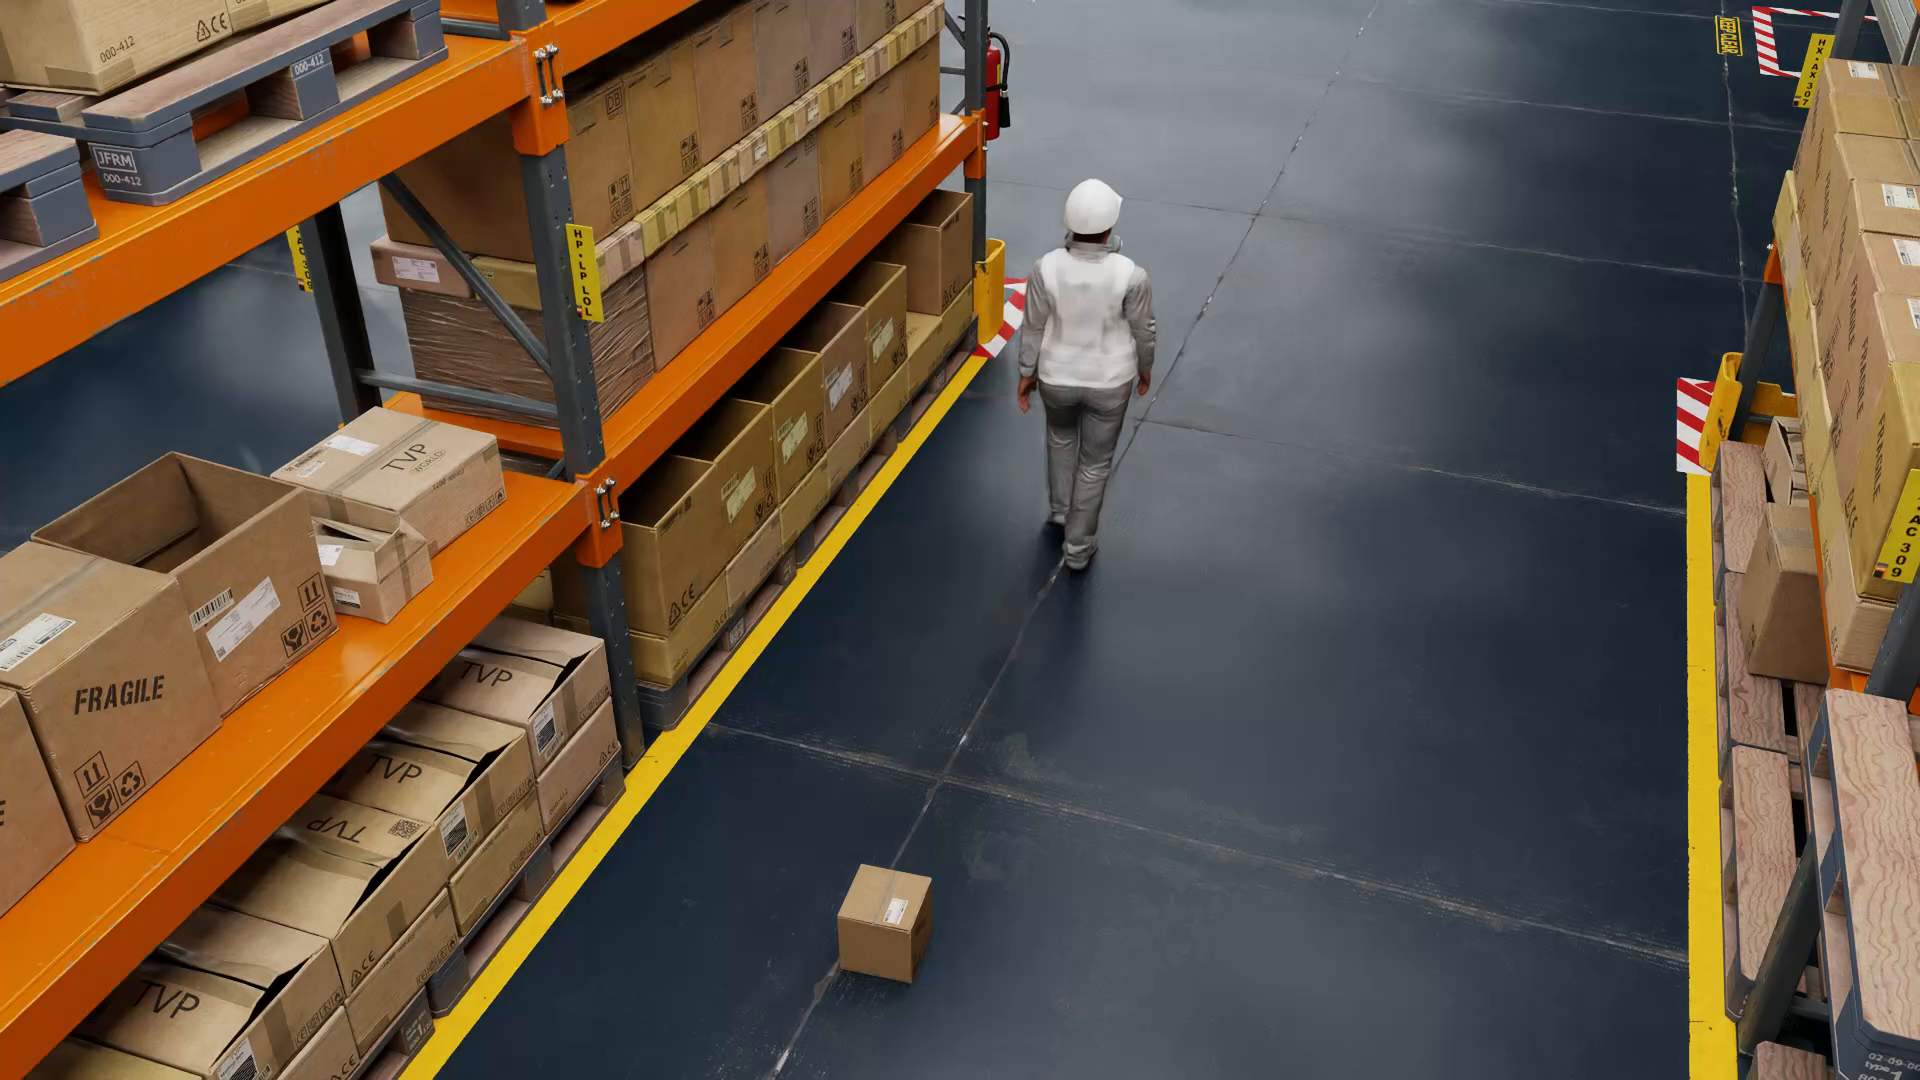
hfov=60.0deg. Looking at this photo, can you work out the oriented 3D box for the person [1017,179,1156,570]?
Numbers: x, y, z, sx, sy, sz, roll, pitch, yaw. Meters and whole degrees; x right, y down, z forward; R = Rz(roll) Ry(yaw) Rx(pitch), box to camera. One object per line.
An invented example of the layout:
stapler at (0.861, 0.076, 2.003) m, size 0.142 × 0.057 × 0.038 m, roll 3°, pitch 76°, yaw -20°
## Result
person at (0.554, -0.695, 7.211) m, size 0.570 × 1.842 × 0.553 m, roll 9°, pitch 34°, yaw 14°
